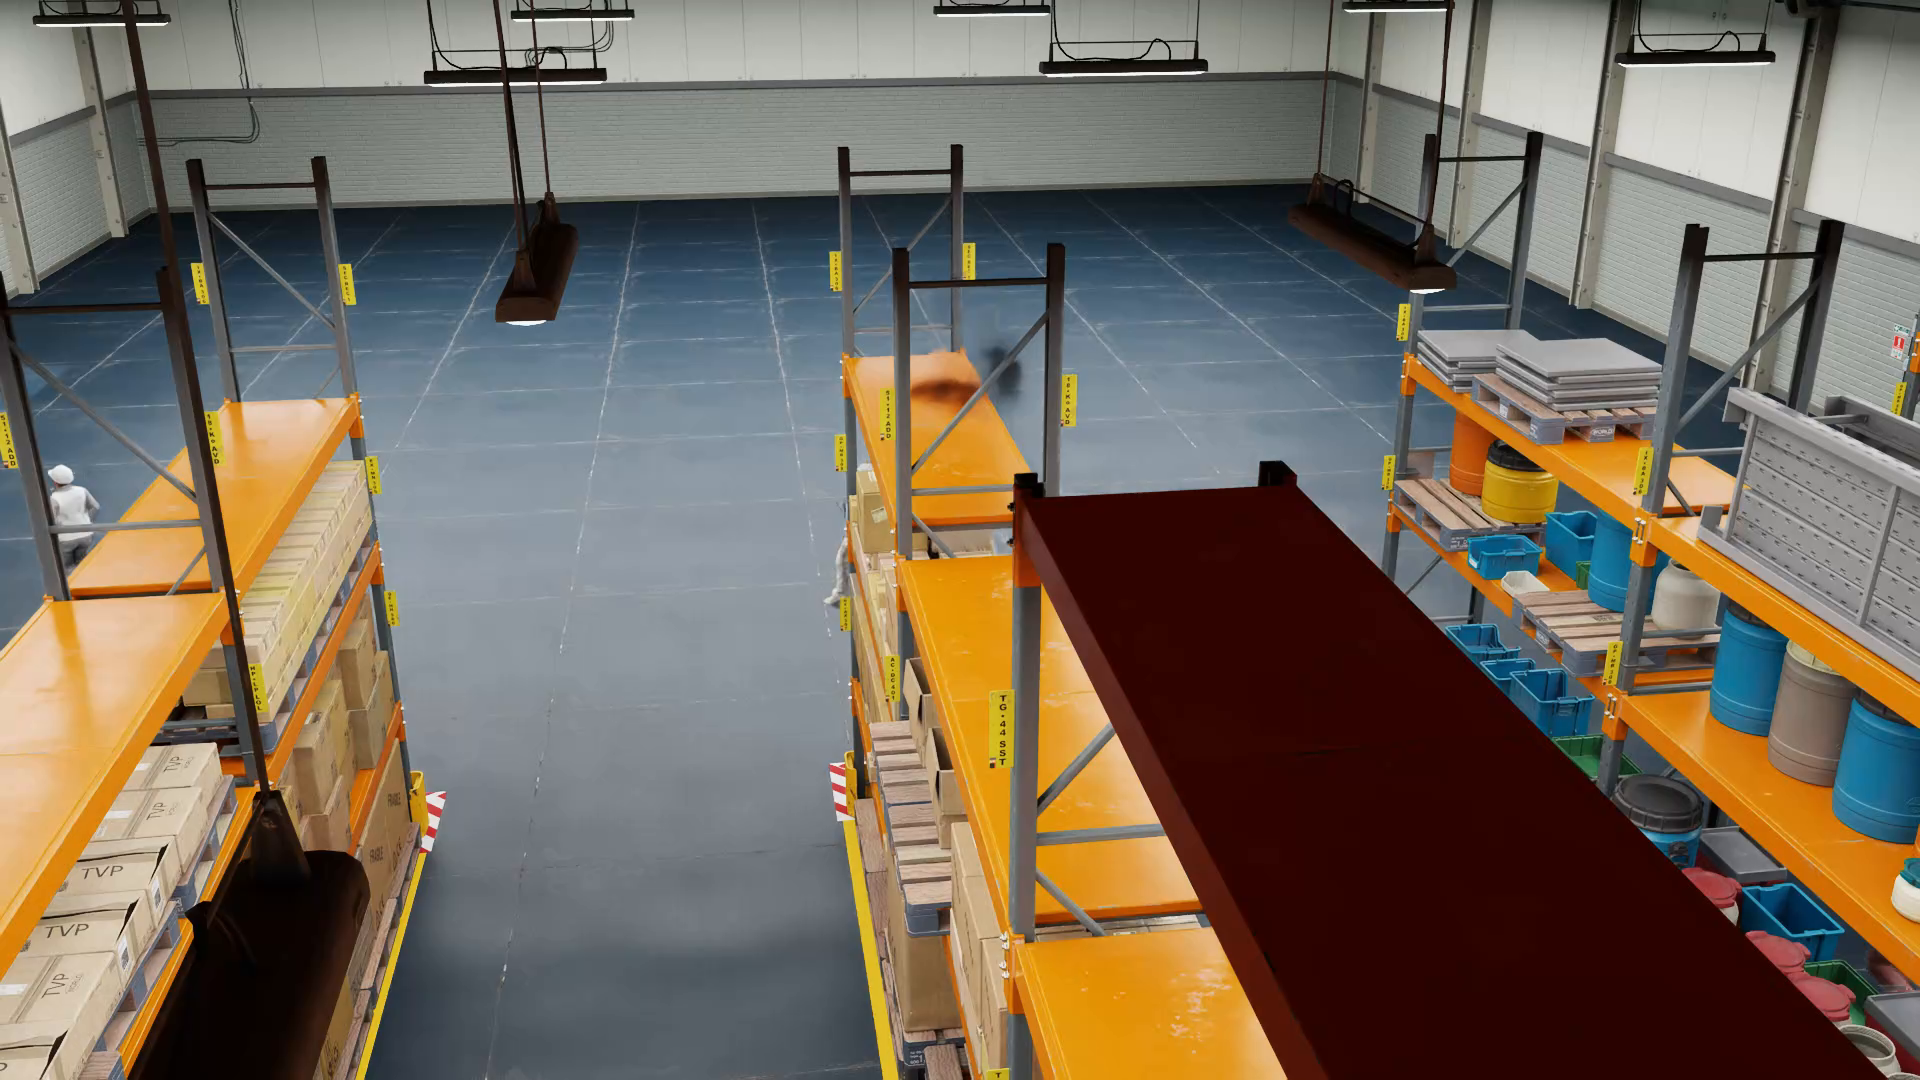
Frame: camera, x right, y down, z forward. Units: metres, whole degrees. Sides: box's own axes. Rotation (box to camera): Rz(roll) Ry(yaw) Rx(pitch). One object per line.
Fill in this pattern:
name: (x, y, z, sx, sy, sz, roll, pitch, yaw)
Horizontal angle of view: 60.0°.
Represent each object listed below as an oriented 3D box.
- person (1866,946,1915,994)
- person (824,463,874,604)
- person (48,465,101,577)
person: (6.974, 2.902, 12.118, 0.580, 1.636, 0.547, -4, 22, -10)
person: (-1.156, -0.044, 19.350, 0.945, 1.799, 0.690, 11, 24, 25)
person: (-10.365, -0.054, 19.456, 0.586, 1.730, 0.669, 13, 25, 29)
